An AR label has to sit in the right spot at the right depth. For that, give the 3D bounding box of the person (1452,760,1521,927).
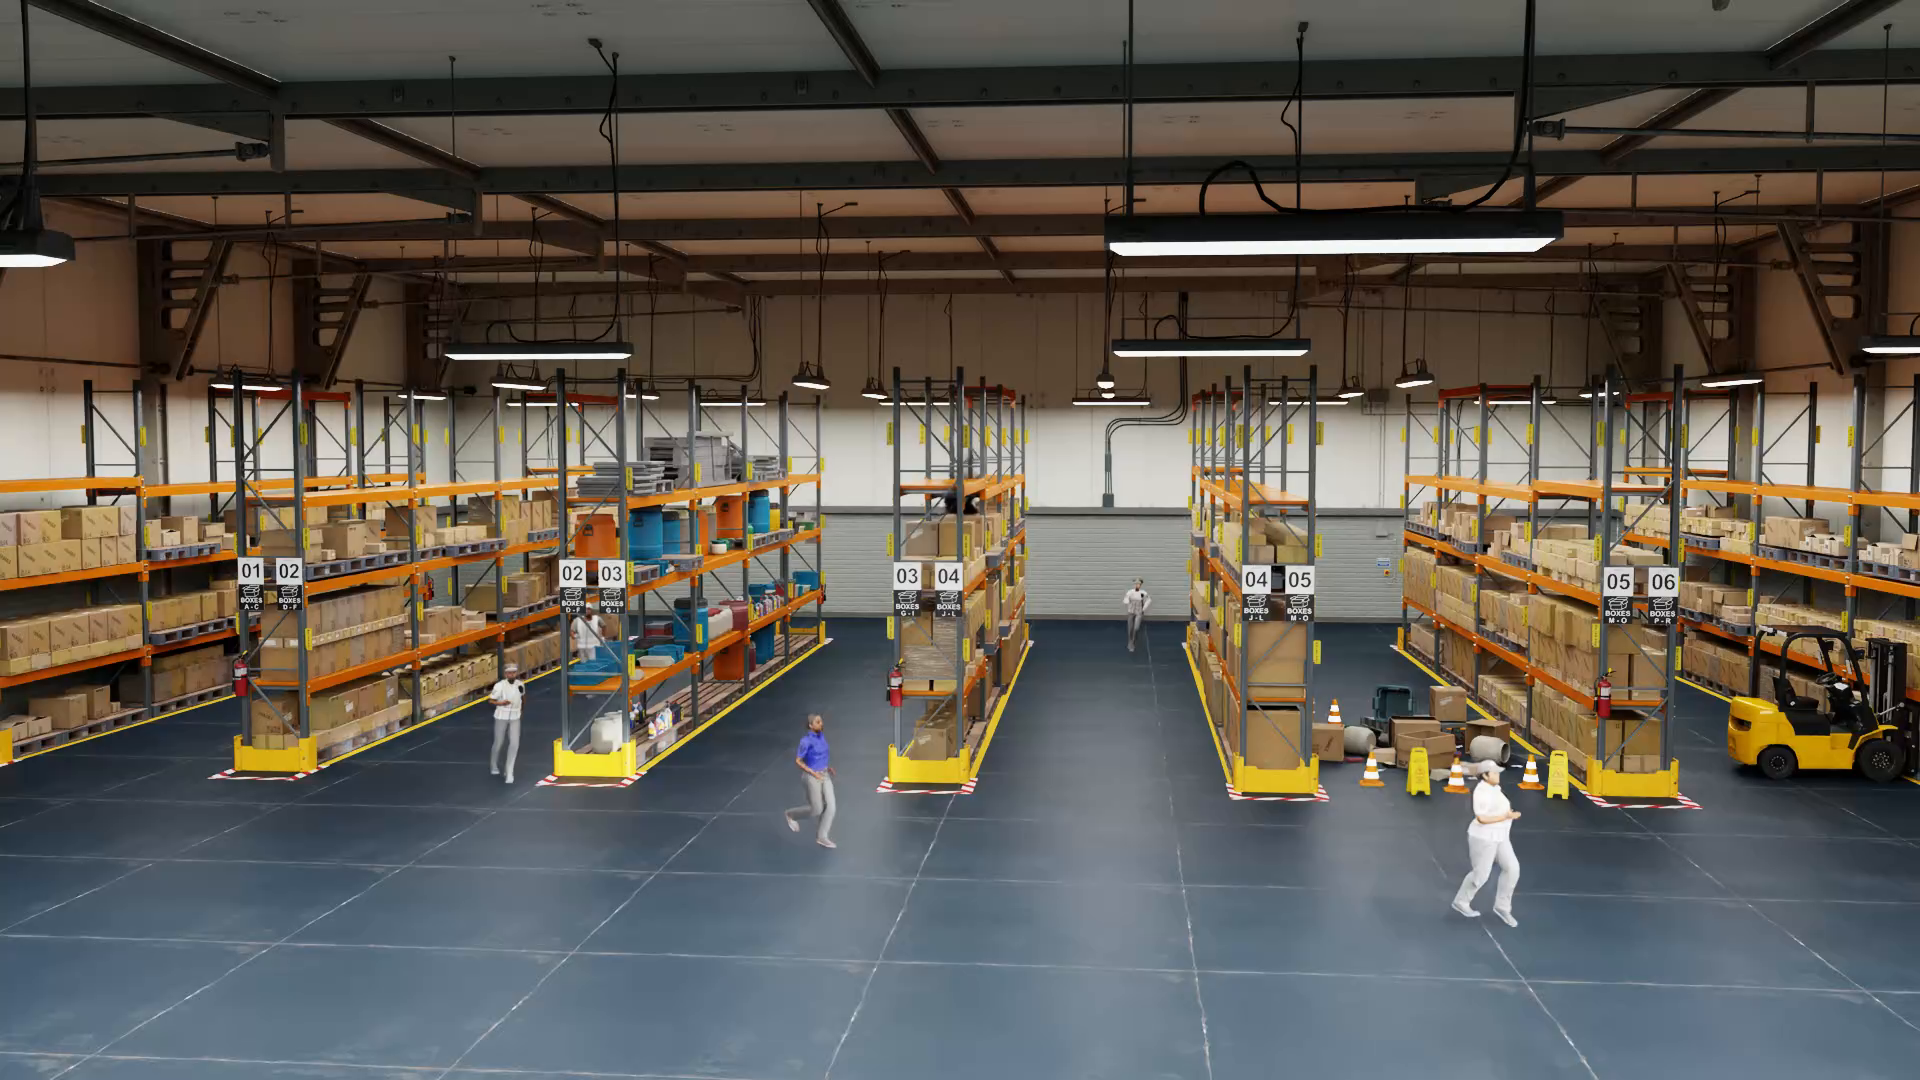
[{"bbox_3d":[5.433,3.112,17.086,0.705,1.719,0.585,3,5,42],"label":"person"}]

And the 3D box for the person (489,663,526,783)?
[{"bbox_3d":[-6.610,2.659,24.340,0.582,1.746,0.749,-2,4,-27],"label":"person"}]

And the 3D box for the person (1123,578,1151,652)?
[{"bbox_3d":[4.122,1.757,38.872,0.613,1.753,0.722,1,4,16],"label":"person"}]

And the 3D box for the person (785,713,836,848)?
[{"bbox_3d":[-1.805,2.942,20.419,0.711,1.625,0.577,2,4,33],"label":"person"}]

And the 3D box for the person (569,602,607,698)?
[{"bbox_3d":[-7.202,2.098,32.128,0.663,1.801,0.923,0,4,-1],"label":"person"}]
